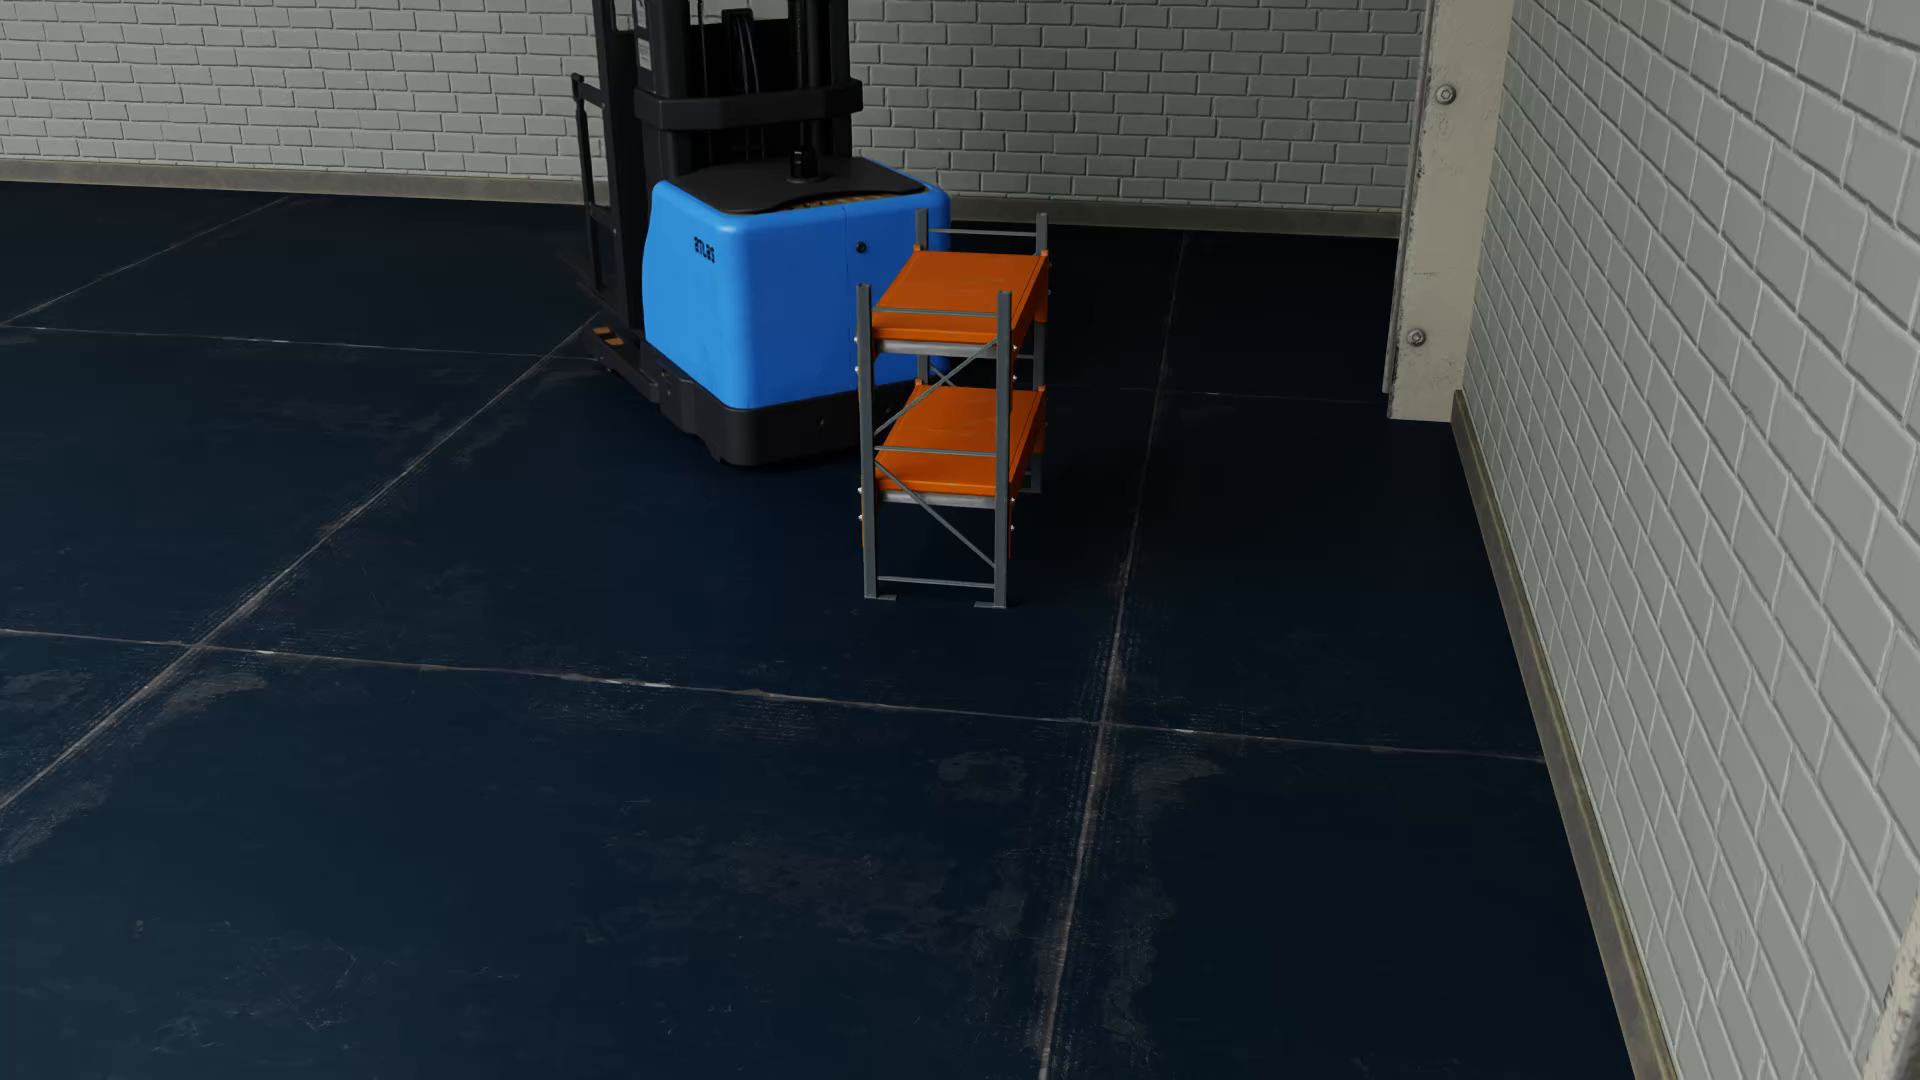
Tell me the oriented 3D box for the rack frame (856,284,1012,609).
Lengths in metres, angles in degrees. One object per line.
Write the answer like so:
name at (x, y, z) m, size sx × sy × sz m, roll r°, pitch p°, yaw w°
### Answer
rack frame at (-0.084, -0.294, 5.551) m, size 0.500 × 1.125 × 0.032 m, roll 4°, pitch 25°, yaw 9°

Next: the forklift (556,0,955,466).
forklift at (-1.177, -2.213, 7.520) m, size 1.130 × 2.935 × 3.031 m, roll -13°, pitch 28°, yaw -26°

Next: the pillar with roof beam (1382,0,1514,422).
pillar with roof beam at (-2.158, -4.987, 6.290) m, size 9.100 × 9.000 × 0.400 m, roll 4°, pitch 25°, yaw 9°

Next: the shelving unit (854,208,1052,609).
shelving unit at (-0.001, -0.507, 6.005) m, size 0.538 × 1.125 × 1.048 m, roll 4°, pitch 25°, yaw 9°

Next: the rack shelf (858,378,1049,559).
rack shelf at (-0.001, -0.285, 6.109) m, size 0.538 × 0.278 × 1.000 m, roll 4°, pitch 25°, yaw 9°

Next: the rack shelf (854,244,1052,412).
rack shelf at (-0.001, -0.772, 5.881) m, size 0.538 × 0.278 × 1.000 m, roll 4°, pitch 25°, yaw 9°

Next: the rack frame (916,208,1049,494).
rack frame at (0.082, -0.719, 6.460) m, size 0.500 × 1.125 × 0.032 m, roll 4°, pitch 25°, yaw 9°
